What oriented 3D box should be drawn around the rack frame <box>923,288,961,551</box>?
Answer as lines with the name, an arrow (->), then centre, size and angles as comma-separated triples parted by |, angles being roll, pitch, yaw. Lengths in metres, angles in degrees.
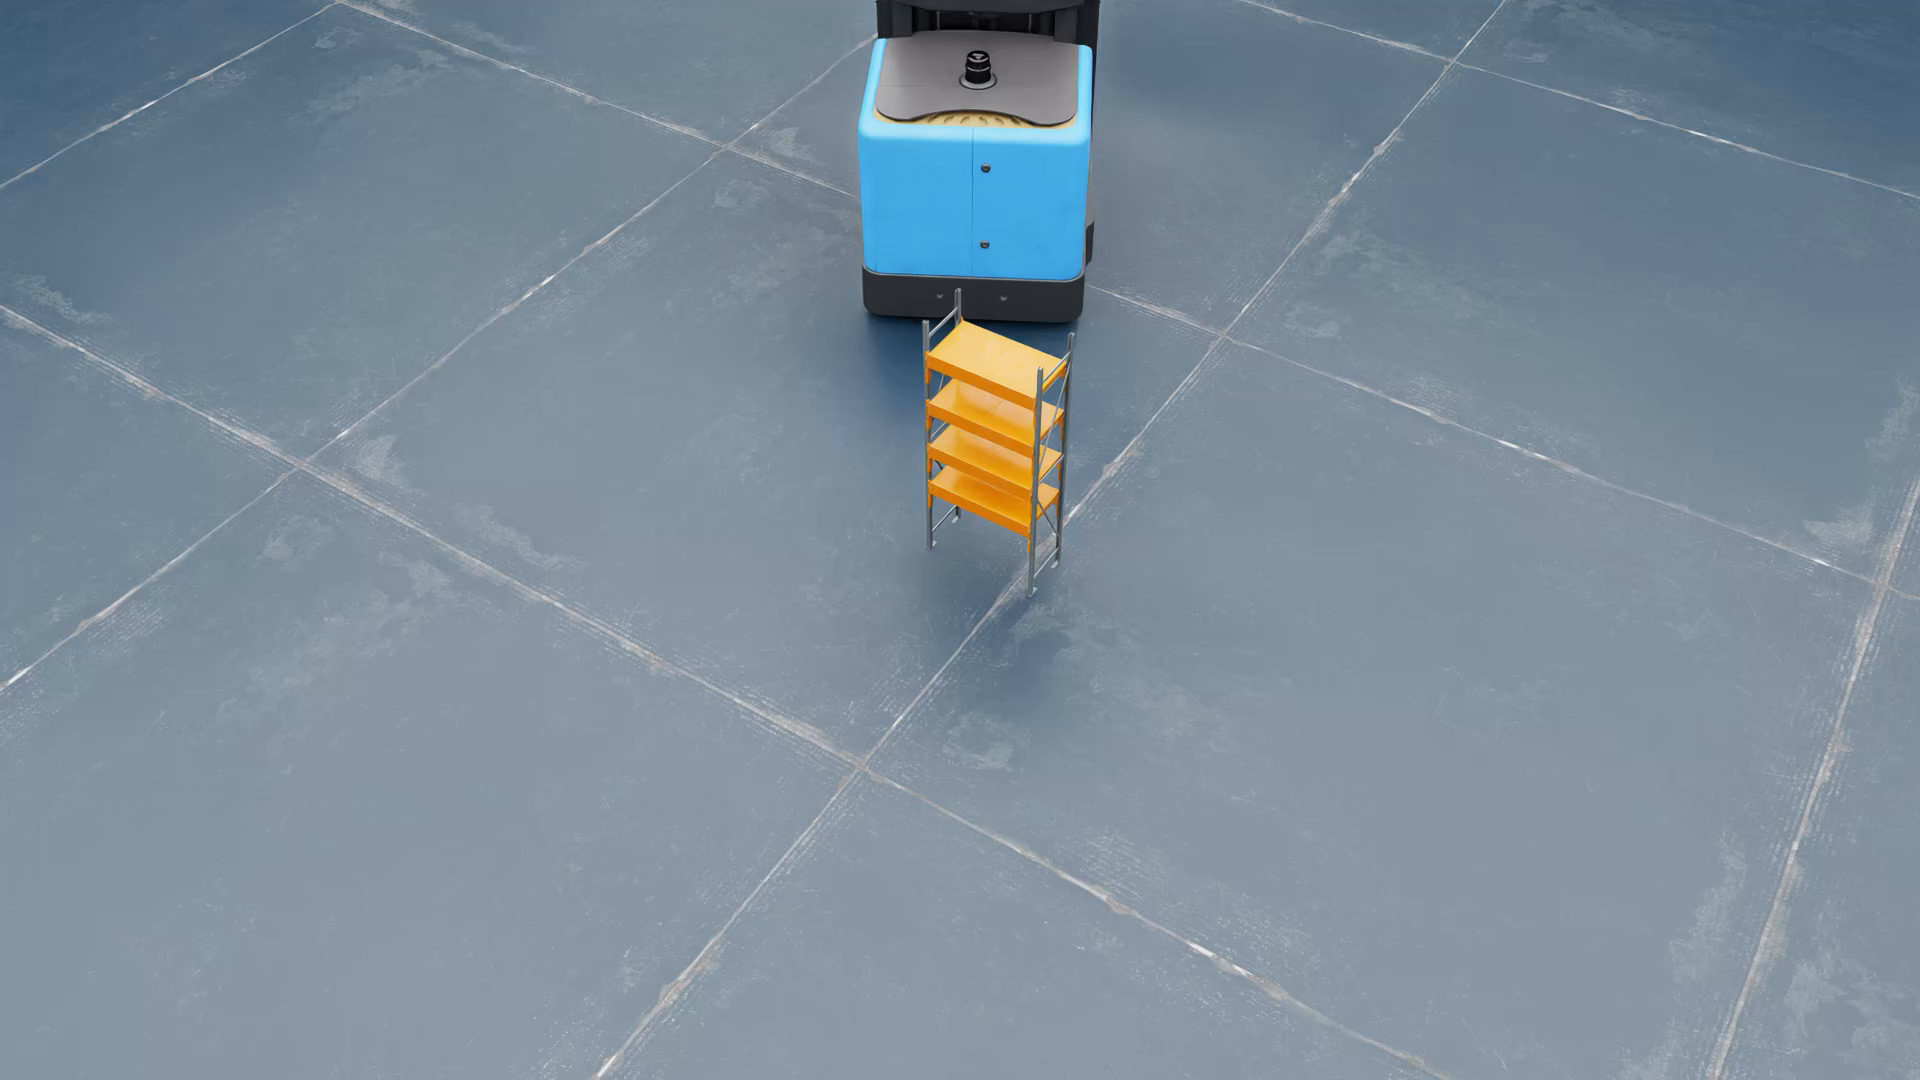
rack frame -> -0.066, -0.449, 6.571 | 0.015, 1.200, 0.240 | 25, 51, 22

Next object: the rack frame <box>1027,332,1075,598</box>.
rack frame -> 0.345, -0.260, 6.387 | 0.015, 1.200, 0.240 | 25, 51, 22

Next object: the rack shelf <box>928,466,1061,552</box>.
rack shelf -> 0.139, -0.169, 6.670 | 0.480, 0.148, 0.258 | 25, 51, 22

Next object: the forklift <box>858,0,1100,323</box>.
forklift -> 0.153, -3.102, 7.943 | 1.130, 2.935, 3.031 | 3, 46, 3

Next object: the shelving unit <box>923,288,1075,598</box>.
shelving unit -> 0.139, -0.354, 6.479 | 0.503, 1.200, 0.258 | 25, 51, 22

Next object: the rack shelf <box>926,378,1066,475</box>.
rack shelf -> 0.139, -0.463, 6.367 | 0.480, 0.148, 0.258 | 25, 51, 22

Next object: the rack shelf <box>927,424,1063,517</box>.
rack shelf -> 0.139, -0.307, 6.528 | 0.480, 0.148, 0.258 | 25, 51, 22

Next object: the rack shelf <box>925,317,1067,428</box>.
rack shelf -> 0.139, -0.628, 6.197 | 0.480, 0.148, 0.258 | 25, 51, 22
